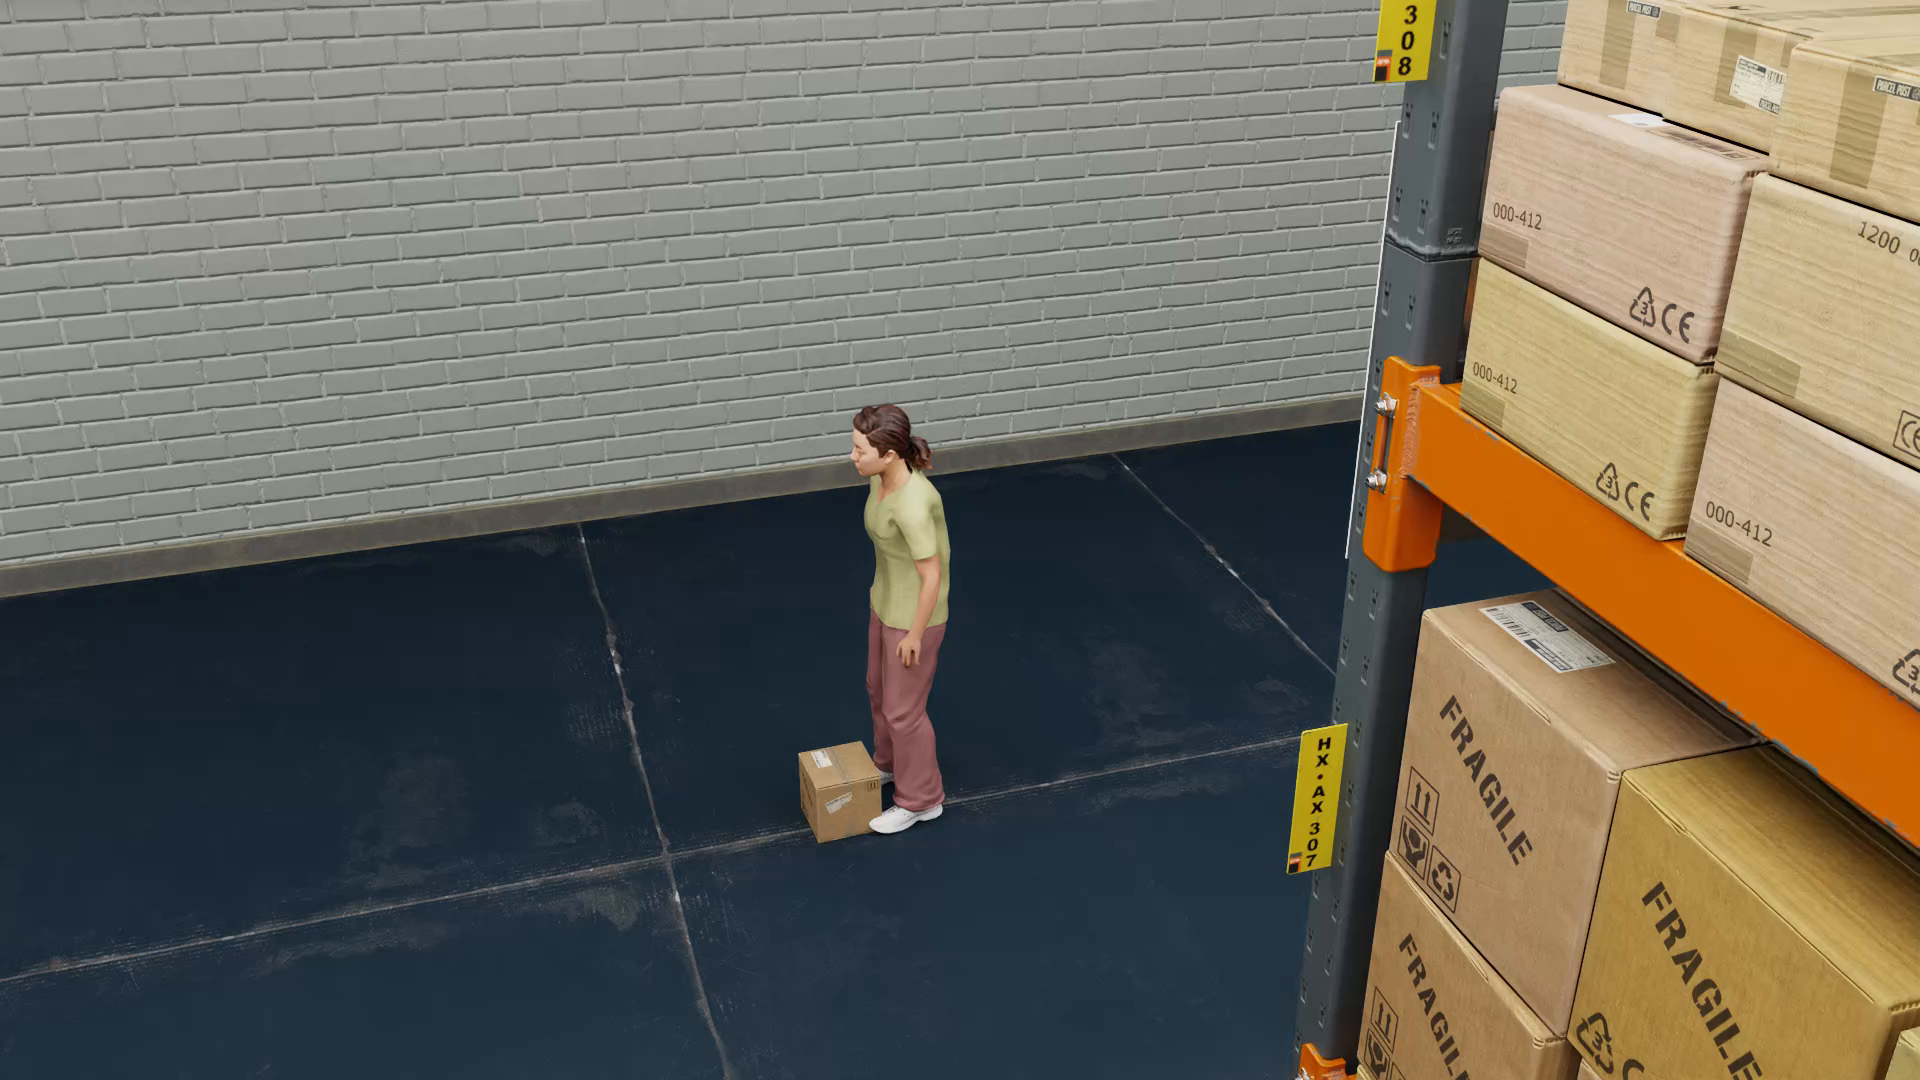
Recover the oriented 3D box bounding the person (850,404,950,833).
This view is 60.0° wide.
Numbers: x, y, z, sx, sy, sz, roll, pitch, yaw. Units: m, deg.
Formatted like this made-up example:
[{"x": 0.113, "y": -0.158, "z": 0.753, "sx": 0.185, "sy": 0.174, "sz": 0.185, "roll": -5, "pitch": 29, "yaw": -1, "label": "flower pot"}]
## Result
[{"x": -0.224, "y": 0.276, "z": 6.061, "sx": 0.356, "sy": 1.673, "sz": 0.499, "roll": -8, "pitch": 28, "yaw": -16, "label": "person"}]
